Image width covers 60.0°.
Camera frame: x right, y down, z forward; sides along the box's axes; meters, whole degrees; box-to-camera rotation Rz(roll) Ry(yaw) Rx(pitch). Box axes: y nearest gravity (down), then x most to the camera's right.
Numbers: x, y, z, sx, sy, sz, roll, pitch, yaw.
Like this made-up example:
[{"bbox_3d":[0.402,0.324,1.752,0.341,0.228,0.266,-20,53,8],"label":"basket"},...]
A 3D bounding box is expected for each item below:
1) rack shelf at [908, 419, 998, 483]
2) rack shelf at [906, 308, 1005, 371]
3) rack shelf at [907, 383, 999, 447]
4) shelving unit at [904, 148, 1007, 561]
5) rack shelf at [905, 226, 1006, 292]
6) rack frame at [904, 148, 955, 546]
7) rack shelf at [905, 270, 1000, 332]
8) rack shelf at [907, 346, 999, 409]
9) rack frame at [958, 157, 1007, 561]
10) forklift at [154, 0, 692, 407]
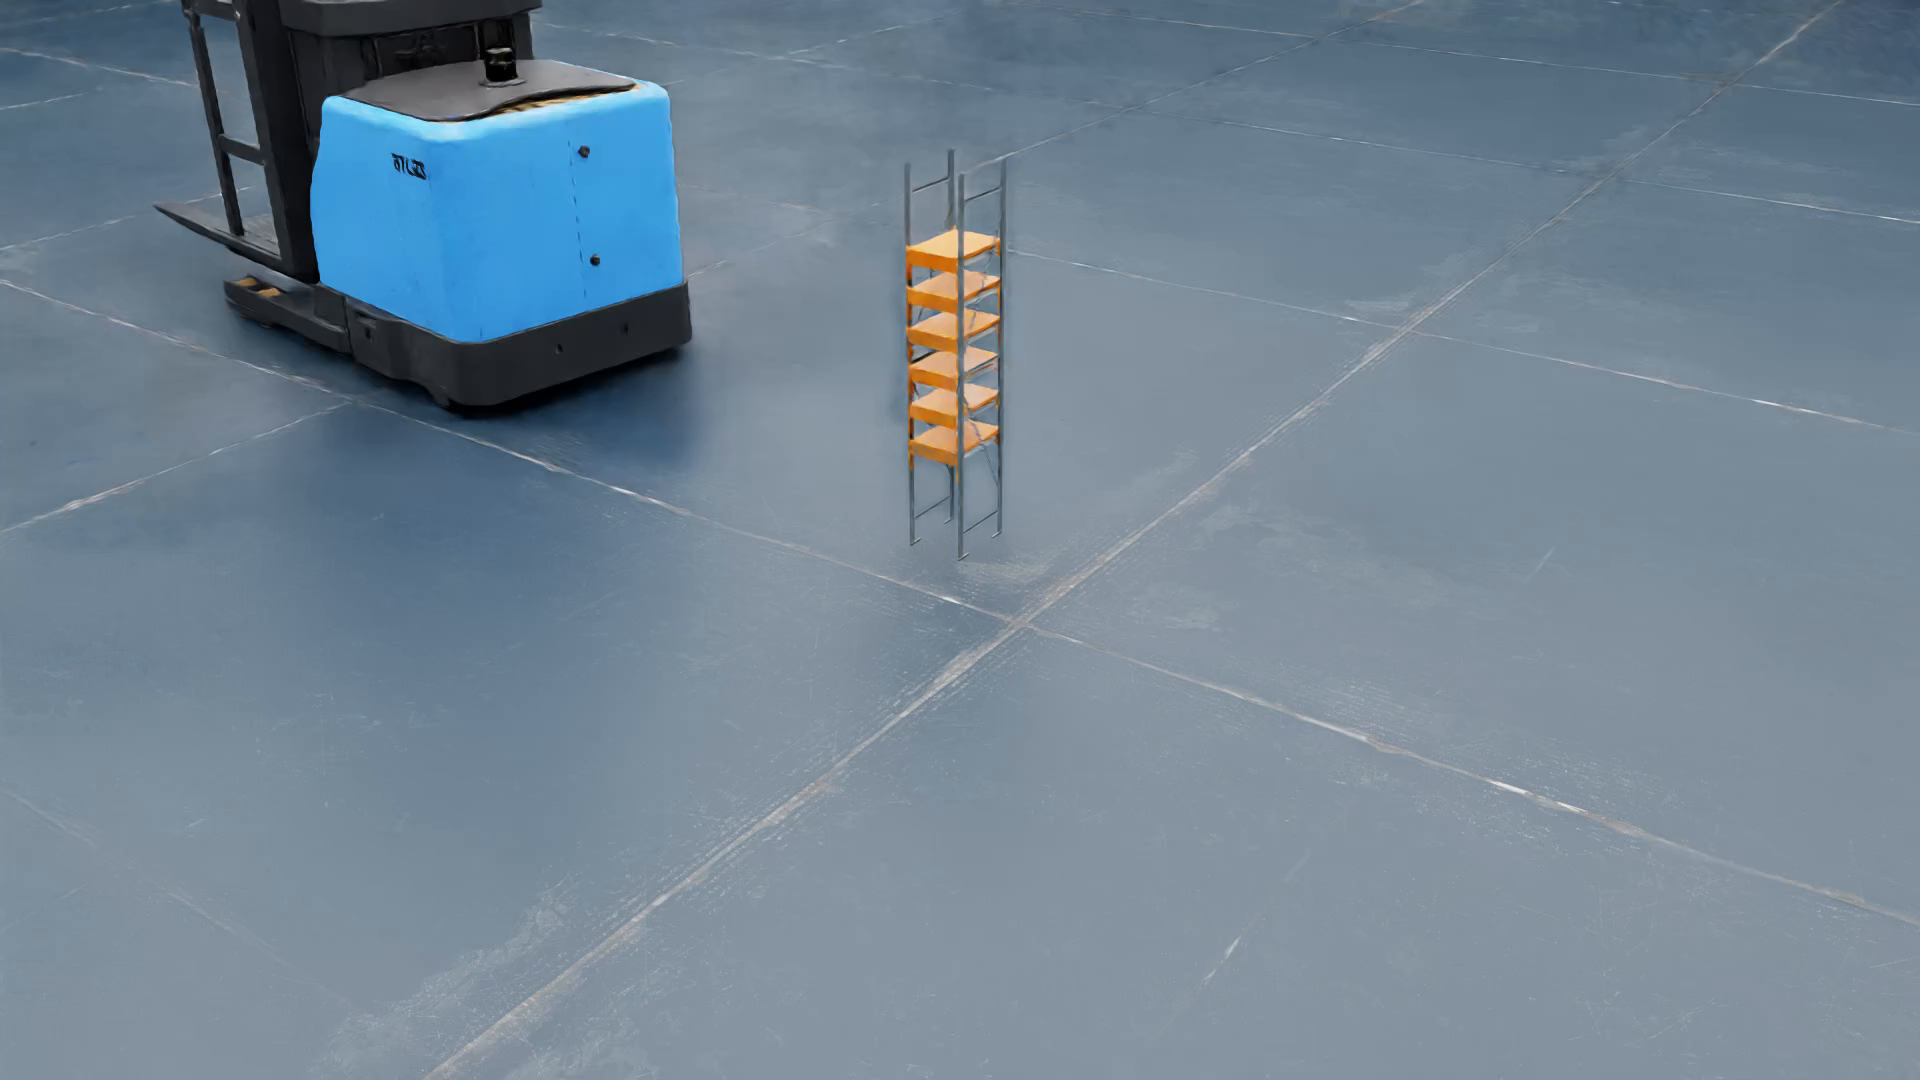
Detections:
[{"bbox_3d":[-0.012,-0.285,5.114,0.180,0.103,0.258,17,32,30],"label":"rack shelf"},{"bbox_3d":[-0.012,-0.606,4.951,0.180,0.103,0.258,17,32,30],"label":"rack shelf"},{"bbox_3d":[-0.012,-0.392,5.060,0.180,0.103,0.258,17,32,30],"label":"rack shelf"},{"bbox_3d":[-0.012,-0.538,4.985,0.189,1.200,0.258,17,32,30],"label":"shelving unit"},{"bbox_3d":[-0.012,-0.820,4.842,0.180,0.103,0.258,17,32,30],"label":"rack shelf"},{"bbox_3d":[-0.087,-0.562,5.031,0.006,1.200,0.240,17,32,30],"label":"rack frame"},{"bbox_3d":[-0.012,-0.713,4.896,0.180,0.103,0.258,17,32,30],"label":"rack shelf"},{"bbox_3d":[-0.012,-0.499,5.005,0.180,0.103,0.258,17,32,30],"label":"rack shelf"},{"bbox_3d":[0.063,-0.515,4.939,0.006,1.200,0.240,17,32,30],"label":"rack frame"},{"bbox_3d":[-2.499,-2.350,6.636,3.031,2.935,1.130,23,35,37],"label":"forklift"}]
